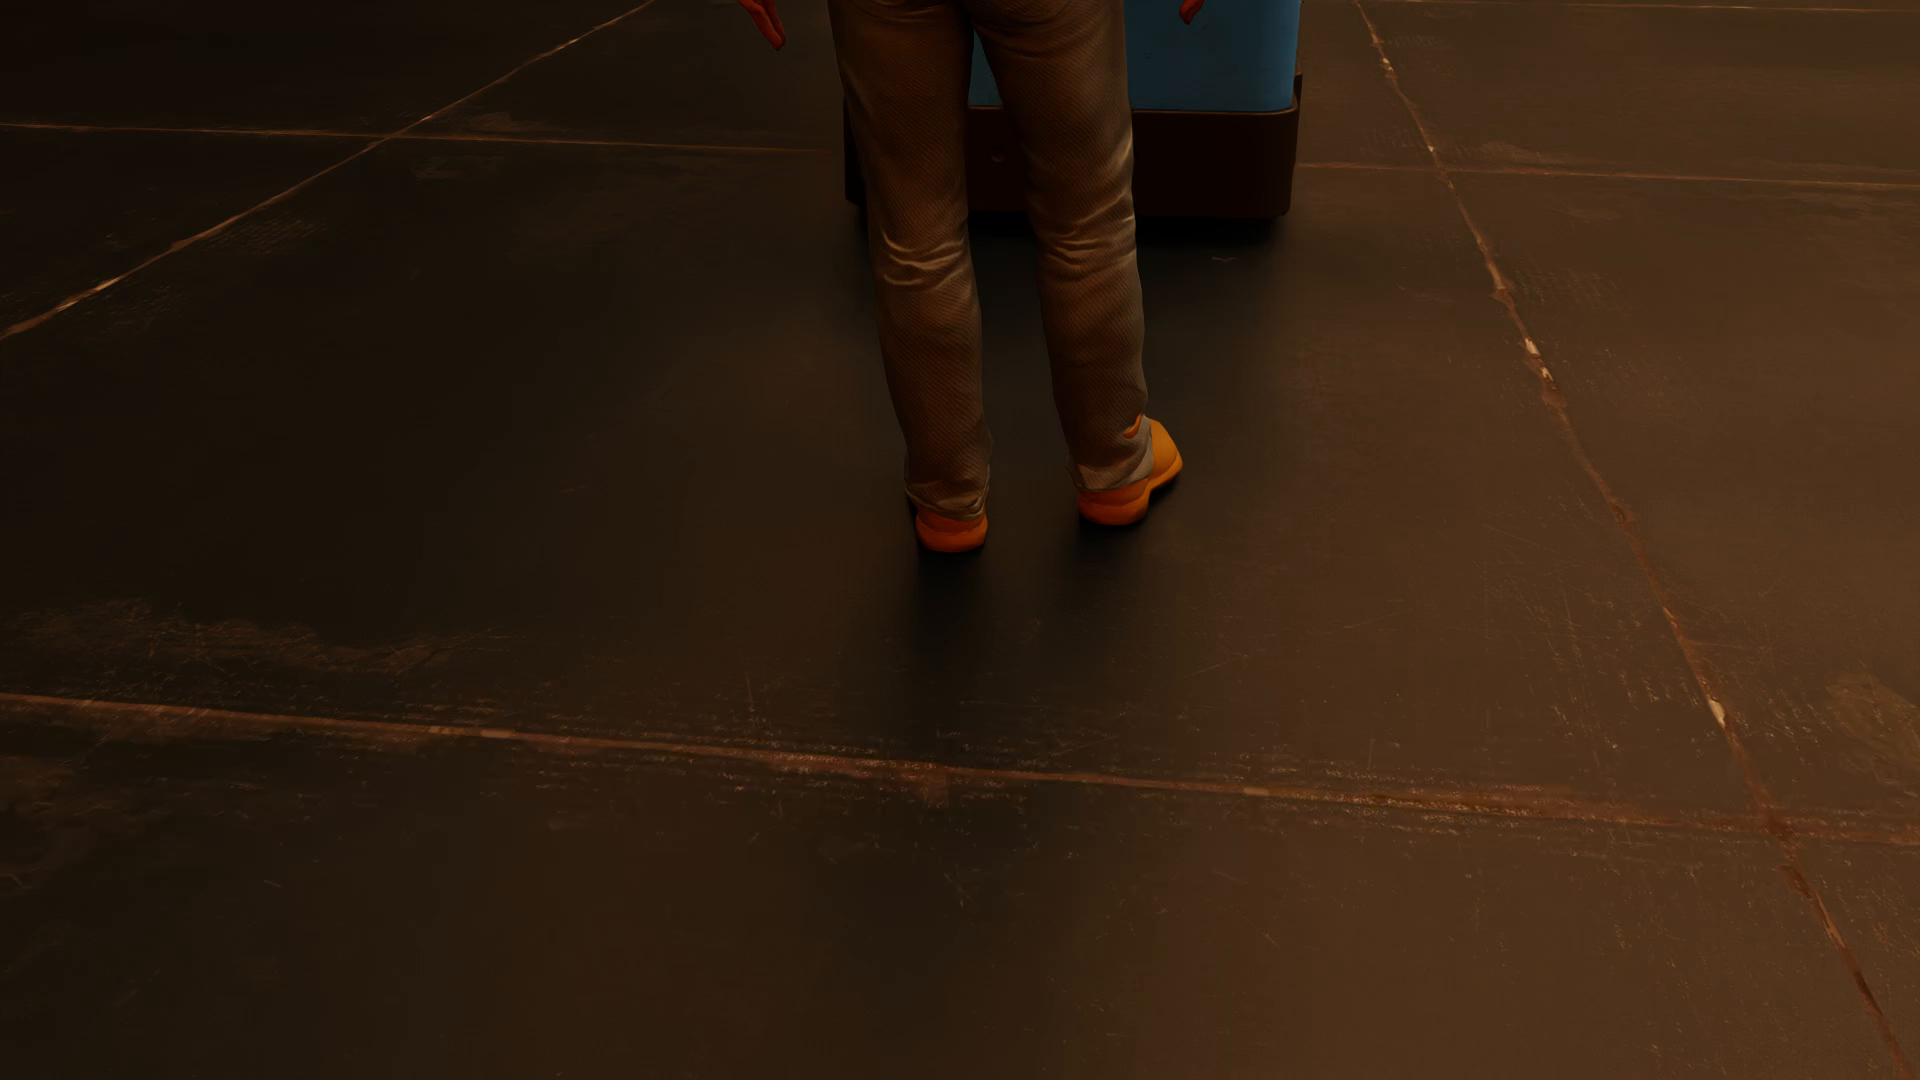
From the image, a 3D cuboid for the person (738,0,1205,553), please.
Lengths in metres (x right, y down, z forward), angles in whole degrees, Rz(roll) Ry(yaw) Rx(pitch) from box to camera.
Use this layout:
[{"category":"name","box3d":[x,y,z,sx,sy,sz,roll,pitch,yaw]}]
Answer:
[{"category":"person","box3d":[0.015,-0.827,2.164,0.665,1.768,0.575,3,27,7]}]

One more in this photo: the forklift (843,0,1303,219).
[{"category":"forklift","box3d":[0.400,-2.674,4.577,1.130,2.935,3.031,3,27,5]}]
